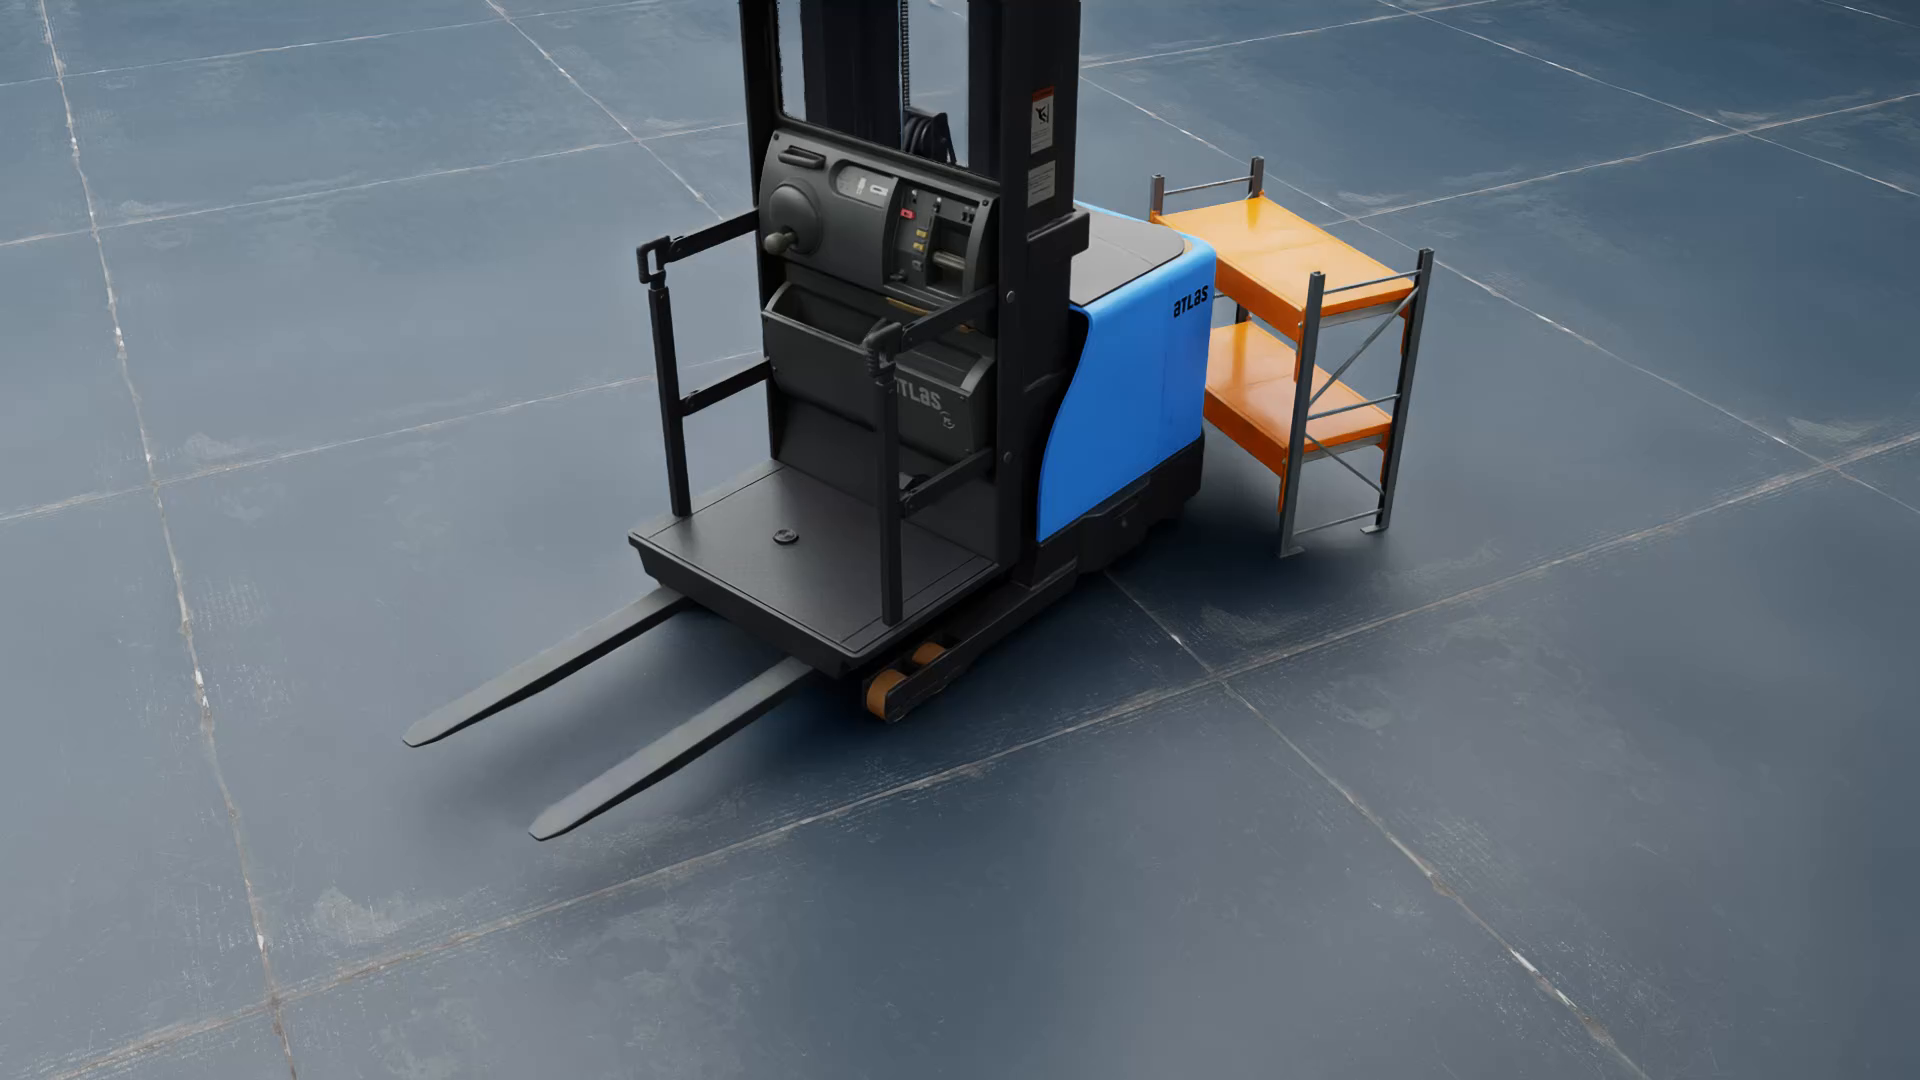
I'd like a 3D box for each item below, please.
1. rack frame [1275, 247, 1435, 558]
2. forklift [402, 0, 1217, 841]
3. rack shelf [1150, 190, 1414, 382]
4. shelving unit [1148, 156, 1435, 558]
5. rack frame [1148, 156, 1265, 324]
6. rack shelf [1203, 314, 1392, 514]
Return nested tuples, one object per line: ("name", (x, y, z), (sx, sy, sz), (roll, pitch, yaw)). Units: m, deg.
("rack frame", (1.401, -0.472, 5.943), (0.500, 1.125, 0.032), (-15, 35, -22))
("forklift", (-0.412, -0.959, 5.029), (1.130, 2.935, 3.031), (25, 40, 33))
("rack shelf", (1.180, -0.965, 6.171), (0.538, 0.278, 1.000), (-15, 35, -22))
("shelving unit", (1.180, -0.719, 6.328), (0.538, 1.125, 1.048), (-15, 35, -22))
("rack frame", (0.958, -0.965, 6.714), (0.500, 1.125, 0.032), (-15, 35, -22))
("rack shelf", (1.180, -0.513, 6.460), (0.538, 0.278, 1.000), (-15, 35, -22))
